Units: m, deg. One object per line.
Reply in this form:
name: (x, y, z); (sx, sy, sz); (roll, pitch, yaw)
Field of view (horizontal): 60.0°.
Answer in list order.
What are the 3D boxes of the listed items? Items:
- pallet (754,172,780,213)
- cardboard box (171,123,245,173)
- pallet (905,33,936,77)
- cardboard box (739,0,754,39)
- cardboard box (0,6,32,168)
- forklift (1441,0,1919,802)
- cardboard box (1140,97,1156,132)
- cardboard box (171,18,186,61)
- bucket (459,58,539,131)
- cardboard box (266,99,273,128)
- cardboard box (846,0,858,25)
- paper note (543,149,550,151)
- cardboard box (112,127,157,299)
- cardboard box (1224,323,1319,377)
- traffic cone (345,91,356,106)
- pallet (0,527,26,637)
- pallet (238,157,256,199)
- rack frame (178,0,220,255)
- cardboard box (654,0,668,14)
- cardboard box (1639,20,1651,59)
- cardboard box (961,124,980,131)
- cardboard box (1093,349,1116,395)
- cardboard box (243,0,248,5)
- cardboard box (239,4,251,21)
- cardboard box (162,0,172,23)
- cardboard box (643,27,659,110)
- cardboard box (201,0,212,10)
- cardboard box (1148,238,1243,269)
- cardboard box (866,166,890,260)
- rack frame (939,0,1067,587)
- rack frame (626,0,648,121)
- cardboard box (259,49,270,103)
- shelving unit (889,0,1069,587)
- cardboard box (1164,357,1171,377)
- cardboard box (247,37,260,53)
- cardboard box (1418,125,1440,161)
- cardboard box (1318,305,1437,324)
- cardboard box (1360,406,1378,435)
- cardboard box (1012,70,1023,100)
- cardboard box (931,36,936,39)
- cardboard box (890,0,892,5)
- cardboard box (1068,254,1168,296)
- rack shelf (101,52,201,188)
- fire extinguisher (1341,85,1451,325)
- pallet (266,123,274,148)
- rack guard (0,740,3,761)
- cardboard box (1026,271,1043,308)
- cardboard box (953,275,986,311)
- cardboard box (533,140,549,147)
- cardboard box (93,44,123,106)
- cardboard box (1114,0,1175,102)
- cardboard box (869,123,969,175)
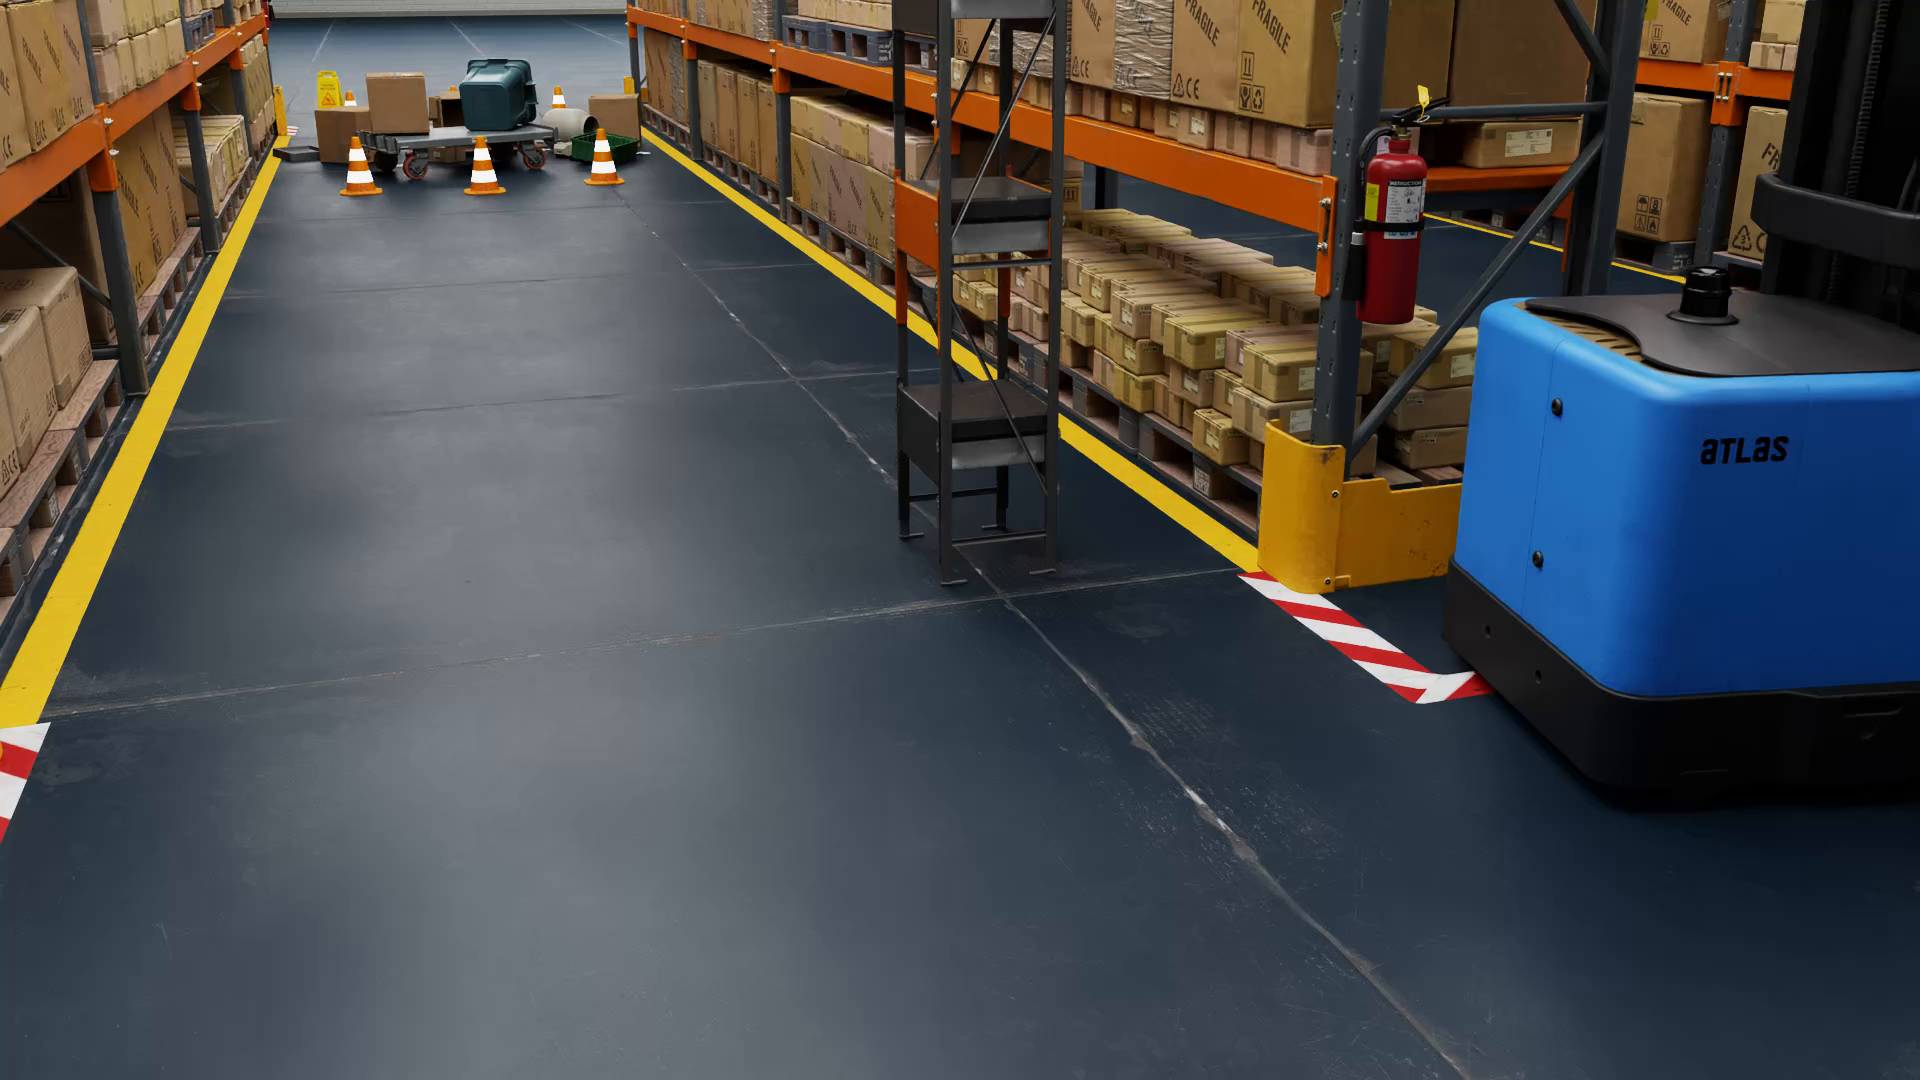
pallet: (-1.061, -2.837, 13.502); (1.003, 0.211, 1.213); (-6, 21, -17)
cardboard box: (-6.413, -3.176, 13.588); (0.950, 0.372, 0.625); (-5, 20, -14)
pallet: (0.271, -2.775, 9.489); (1.003, 0.211, 1.213); (-6, 21, -17)
cardboard box: (-1.436, -4.211, 13.056); (0.500, 0.500, 0.500); (-6, 21, -17)
cardboard box: (-3.417, -1.478, 5.445); (0.500, 0.500, 0.500); (-6, 21, -15)
forklift: (2.980, -0.948, 4.219); (3.031, 2.935, 1.130); (-3, 20, -7)
cardboard box: (0.938, -1.700, 6.584); (0.380, 0.149, 0.250); (-7, 21, -19)
cardboard box: (-5.146, -3.125, 10.400); (0.500, 0.250, 0.500); (-7, 21, -19)
bucket: (-4.373, -4.145, 15.614); (0.726, 0.611, 0.620); (1, 30, 2)
cardboard box: (-7.401, -4.403, 17.183); (0.500, 0.250, 0.500); (-6, 21, -17)
cardboard box: (-0.517, -3.377, 10.632); (0.380, 0.149, 0.250); (-6, 21, -16)
paper note: (-4.306, -4.012, 17.053); (0.172, 0.023, 0.155); (1, 20, 2)
cardboard box: (-4.857, -1.723, 8.799); (0.875, 0.875, 0.875); (-6, 21, -16)
cardboard box: (1.199, -0.687, 6.107); (0.380, 0.149, 0.250); (-6, 21, -16)
traffic cone: (-6.706, -4.702, 18.323); (0.336, 0.463, 0.334); (-6, 21, -17)
pallet: (-3.363, 0.302, 4.765); (1.003, 0.211, 1.213); (-6, 21, -17)
pallet: (-6.563, -3.051, 14.100); (1.003, 0.211, 1.213); (-6, 21, -17)
rack frame: (-5.552, -3.330, 10.750); (1.000, 3.000, 0.127); (-6, 21, -17)
cardboard box: (-2.783, -5.879, 17.625); (0.875, 0.550, 0.500); (-6, 21, -17)
cardboard box: (4.558, -3.427, 10.872); (0.500, 0.500, 0.500); (-6, 21, -16)
cardboard box: (0.222, -2.415, 10.169); (0.500, 0.250, 0.500); (-6, 21, -16)
cardboard box: (0.792, -0.732, 7.114); (0.380, 0.149, 0.250); (-6, 21, -16)
cardboard box: (-7.008, -5.292, 15.626); (0.500, 0.500, 0.500); (-7, 21, -18)
cardboard box: (-6.997, -5.042, 15.888); (0.380, 0.149, 0.250); (-6, 21, -17)
cardboard box: (-4.994, -3.202, 9.876); (0.500, 0.250, 0.500); (-7, 21, -19)
cardboard box: (-3.123, -5.443, 19.154); (0.875, 0.875, 0.875); (-6, 21, -17)
cardboard box: (-6.078, -4.228, 13.001); (0.380, 0.149, 0.250); (-6, 21, -17)
cardboard box: (1.115, -1.328, 7.894); (0.380, 0.149, 0.250); (-7, 21, -20)
cardboard box: (-0.260, -2.001, 10.127); (0.500, 0.500, 0.500); (-7, 21, -18)
rack frame: (0.129, -0.857, 5.196); (0.400, 2.100, 0.015); (-6, 21, -17)
rack frame: (-3.399, -6.455, 19.452); (1.000, 3.000, 0.127); (-6, 21, -17)
cardboard box: (-7.400, -4.757, 17.060); (0.500, 0.500, 0.500); (-6, 21, -15)
shelving unit: (0.052, -0.935, 5.414); (0.431, 2.100, 0.503); (-6, 21, -17)
cardboard box: (1.042, -0.720, 6.639); (0.380, 0.149, 0.250); (-7, 21, -18)
cardboard box: (-7.230, -4.953, 16.646); (0.380, 0.149, 0.250); (-5, 20, -15)
cardboard box: (1.720, -1.419, 5.801); (0.380, 0.149, 0.250); (-6, 21, -15)
cardboard box: (1.630, -0.831, 6.509); (0.380, 0.149, 0.250); (-6, 21, -17)
cardboard box: (1.609, -0.454, 6.340); (0.380, 0.149, 0.250); (-6, 21, -17)
cardboard box: (0.437, -2.206, 7.992); (0.380, 0.149, 0.250); (-7, 21, -20)
cardboard box: (0.060, -2.790, 8.998); (0.380, 0.149, 0.250); (-7, 21, -18)
cardboard box: (-0.189, -3.182, 9.649); (0.380, 0.149, 0.250); (-7, 21, -19)
cardboard box: (0.711, -1.187, 7.500); (0.380, 0.149, 0.250); (-7, 21, -19)
rack shelf: (-4.923, -2.349, 9.084); (1.077, 0.370, 4.000); (-6, 21, -17)
fire extinguisher: (1.271, -0.979, 4.871); (0.296, 0.674, 0.183); (-6, 21, -17)
pallet: (-7.821, -4.296, 17.564); (1.003, 0.211, 1.213); (-6, 21, -17)
rack guard: (-3.030, 0.422, 4.003); (1.175, 0.500, 0.348); (-6, 21, -17)
cardboard box: (0.541, -1.217, 8.024); (0.380, 0.149, 0.250); (-7, 21, -20)
cardboard box: (0.182, -1.310, 8.721); (0.380, 0.149, 0.250); (-7, 21, -20)
cardboard box: (-4.430, -4.241, 17.331); (0.396, 0.266, 0.258); (-3, 20, -8)
cardboard box: (-4.182, -2.145, 7.673); (0.500, 0.250, 0.500); (-7, 21, -18)
cardboard box: (0.919, -1.952, 6.327); (0.500, 0.500, 0.500); (-6, 21, -17)
cardboard box: (-0.250, -2.357, 10.009); (0.500, 0.250, 0.500); (-5, 20, -15)
